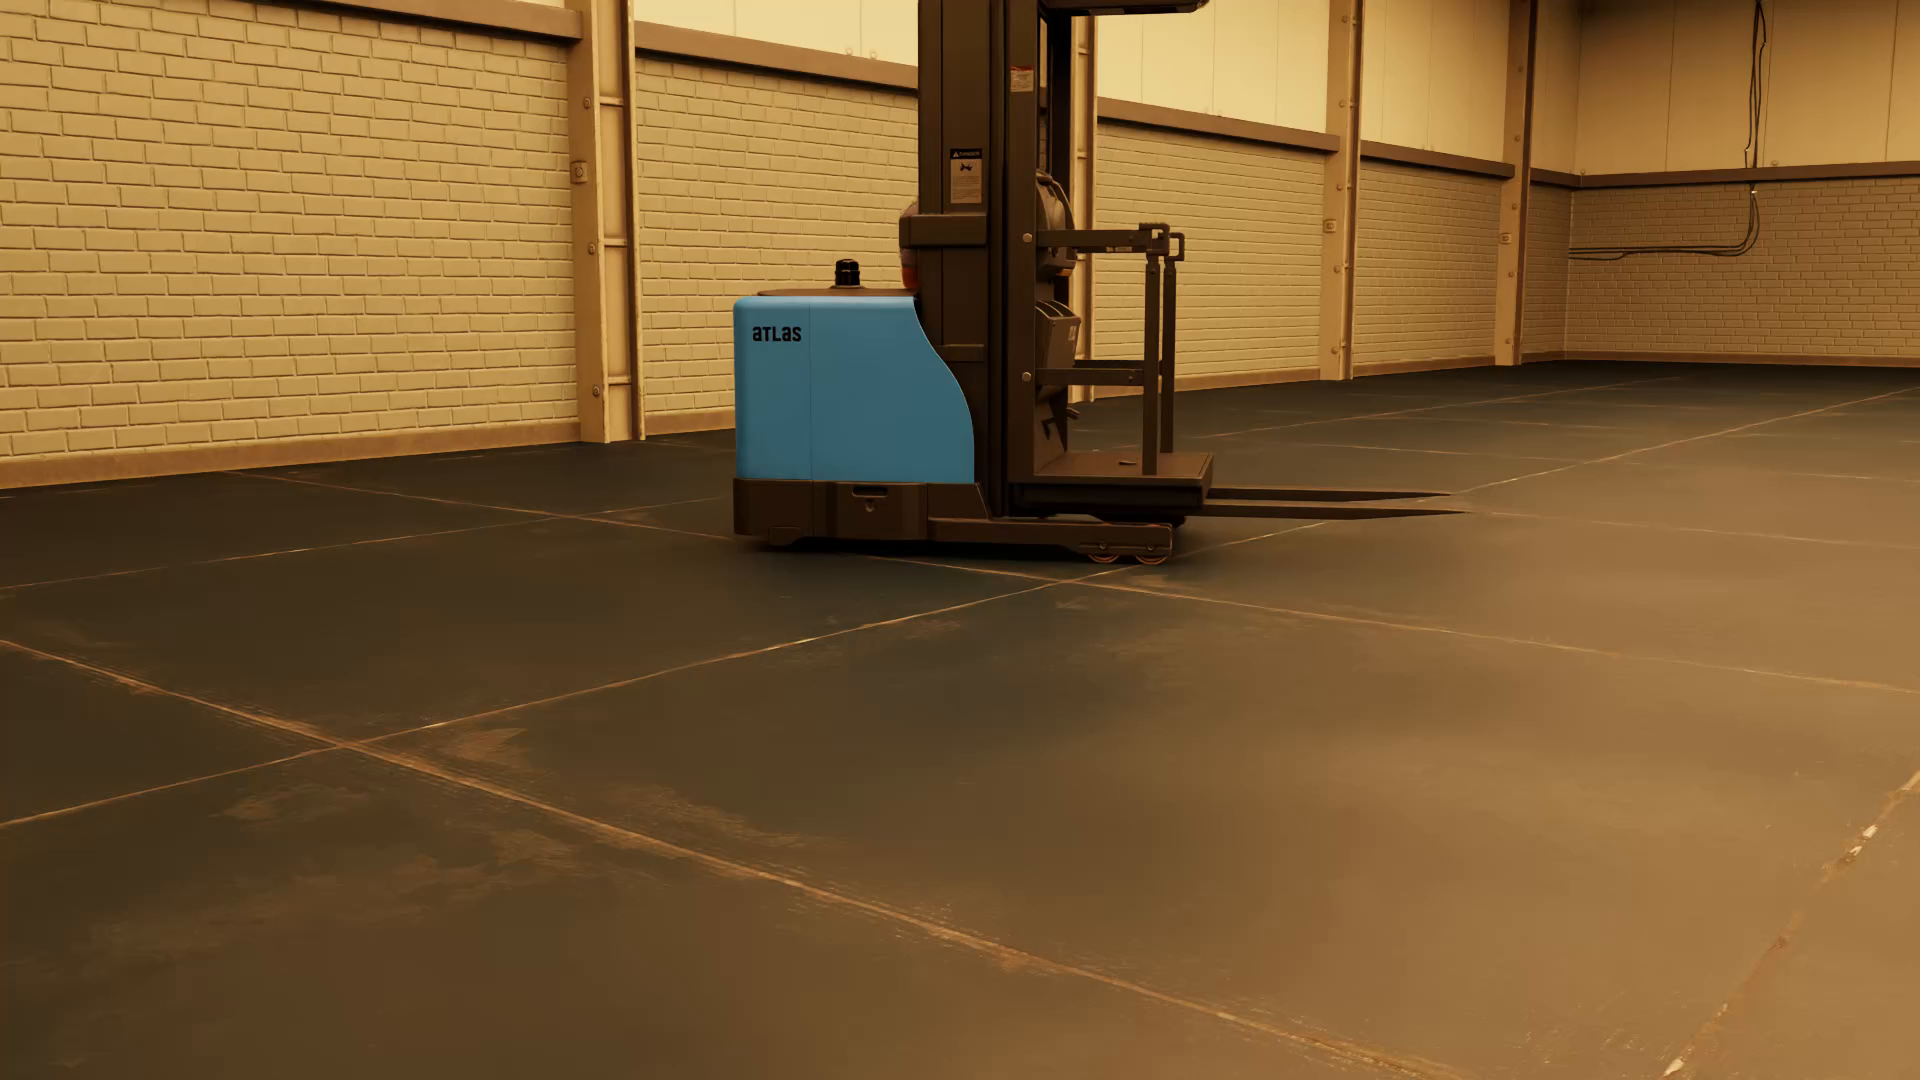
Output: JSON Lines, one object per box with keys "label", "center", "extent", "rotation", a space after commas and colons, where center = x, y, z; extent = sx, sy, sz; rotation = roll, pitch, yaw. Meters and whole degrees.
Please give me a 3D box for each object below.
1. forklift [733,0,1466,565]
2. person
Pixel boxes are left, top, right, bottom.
{"label": "forklift", "center": [0.599, -1.433, 7.077], "extent": [3.031, 2.935, 1.130], "rotation": [2, 8, 11]}
{"label": "person", "center": [0.053, -0.915, 7.305], "extent": [0.592, 1.639, 0.558], "rotation": [7, 11, 38]}
